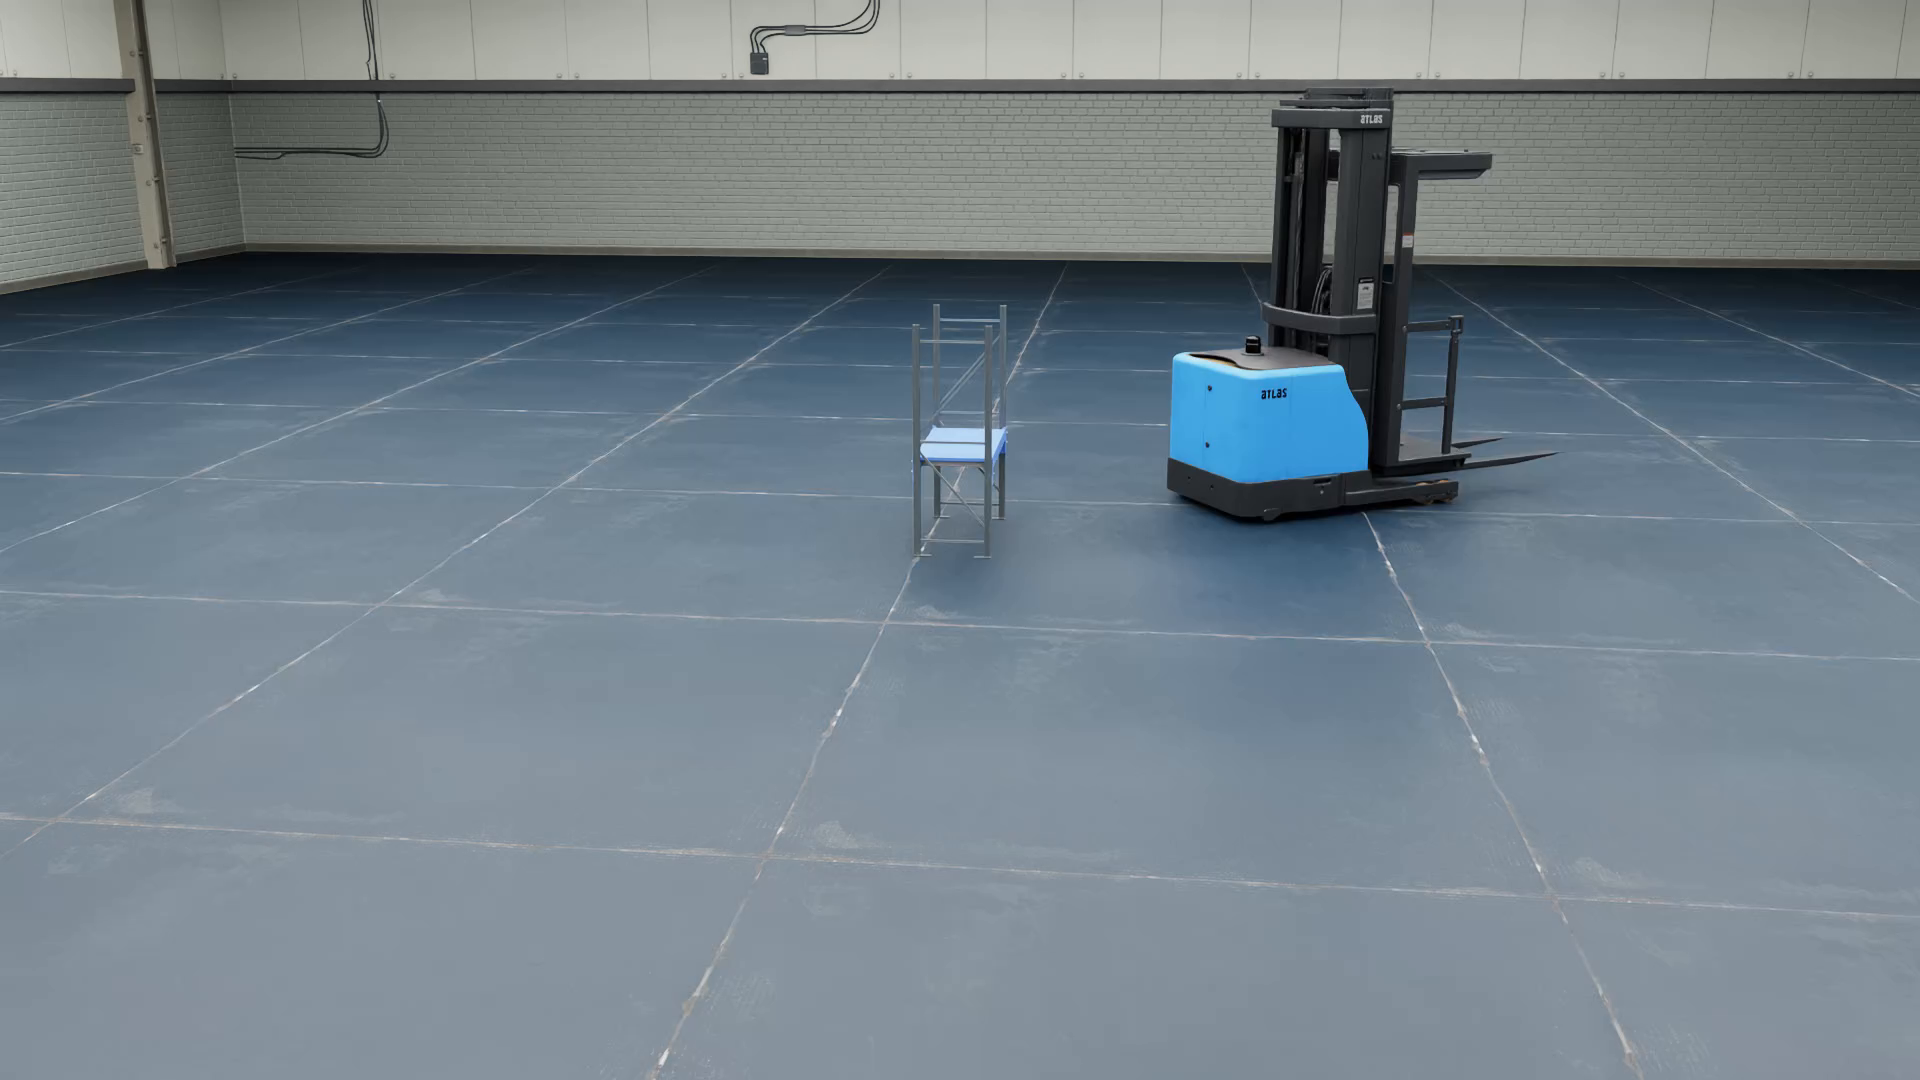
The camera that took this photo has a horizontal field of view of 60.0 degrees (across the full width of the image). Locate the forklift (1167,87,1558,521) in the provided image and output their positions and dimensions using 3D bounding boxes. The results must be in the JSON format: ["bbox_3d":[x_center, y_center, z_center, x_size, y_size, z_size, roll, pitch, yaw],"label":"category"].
[{"bbox_3d":[3.089,-1.784,12.145,3.031,2.935,1.130,-7,17,-24],"label":"forklift"}]

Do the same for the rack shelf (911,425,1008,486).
[{"bbox_3d":[0.010,-0.572,11.095,0.538,0.185,1.000,2,15,6],"label":"rack shelf"}]

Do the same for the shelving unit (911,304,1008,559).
[{"bbox_3d":[0.010,-0.746,11.048,0.538,1.500,1.048,2,15,6],"label":"shelving unit"}]

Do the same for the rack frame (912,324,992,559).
[{"bbox_3d":[-0.048,-0.614,10.561,0.500,1.500,0.032,2,15,6],"label":"rack frame"}]

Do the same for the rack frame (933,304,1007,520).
[{"bbox_3d":[0.067,-0.878,11.536,0.500,1.500,0.032,2,15,6],"label":"rack frame"}]

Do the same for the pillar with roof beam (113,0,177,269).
[{"bbox_3d":[-9.332,-8.865,26.709,9.100,9.000,0.400,2,15,6],"label":"pillar with roof beam"}]

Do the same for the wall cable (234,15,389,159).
[{"bbox_3d":[-11.964,-8.218,30.265,3.097,2.526,0.112,2,15,6],"label":"wall cable"}]

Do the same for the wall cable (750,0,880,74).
[{"bbox_3d":[-2.533,-11.075,28.366,2.305,6.003,0.169,2,15,6],"label":"wall cable"}]

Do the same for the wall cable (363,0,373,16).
[{"bbox_3d":[-9.276,-10.577,29.311,3.097,2.526,0.112,2,15,6],"label":"wall cable"}]
